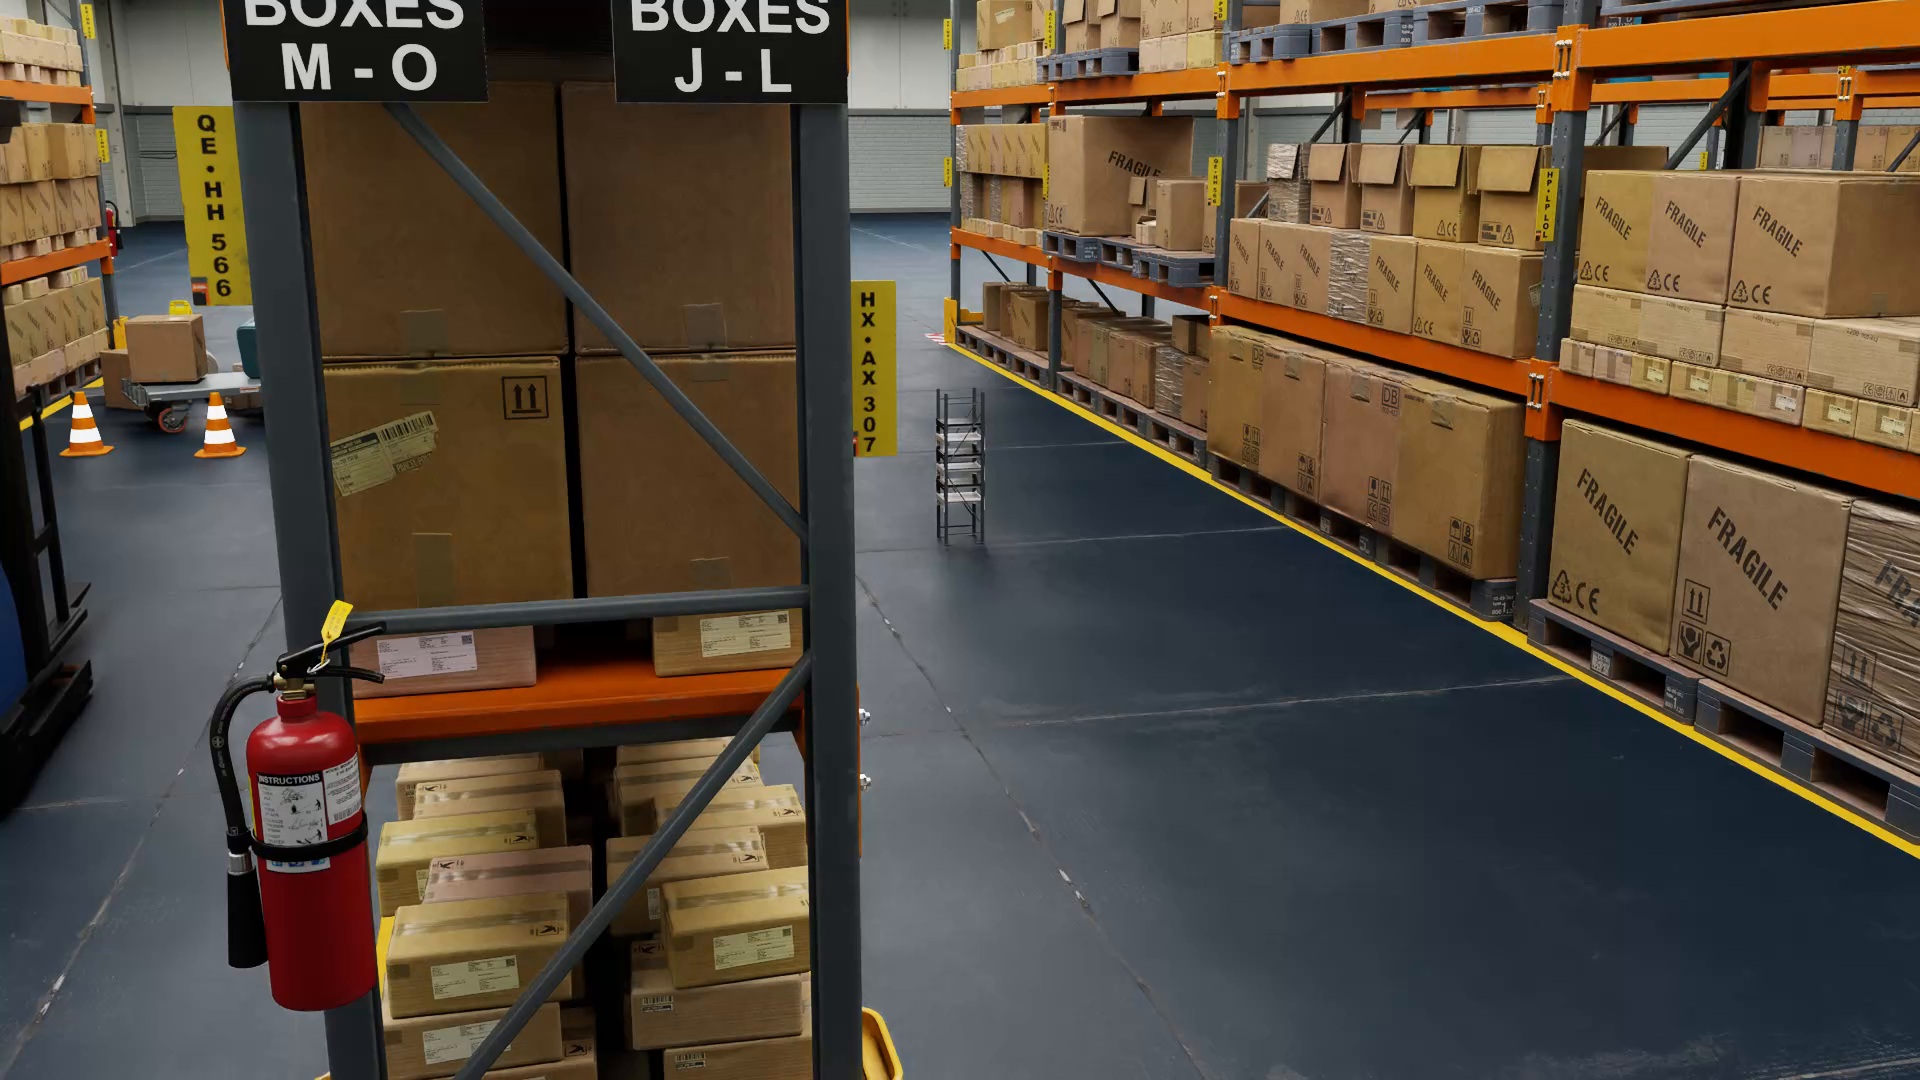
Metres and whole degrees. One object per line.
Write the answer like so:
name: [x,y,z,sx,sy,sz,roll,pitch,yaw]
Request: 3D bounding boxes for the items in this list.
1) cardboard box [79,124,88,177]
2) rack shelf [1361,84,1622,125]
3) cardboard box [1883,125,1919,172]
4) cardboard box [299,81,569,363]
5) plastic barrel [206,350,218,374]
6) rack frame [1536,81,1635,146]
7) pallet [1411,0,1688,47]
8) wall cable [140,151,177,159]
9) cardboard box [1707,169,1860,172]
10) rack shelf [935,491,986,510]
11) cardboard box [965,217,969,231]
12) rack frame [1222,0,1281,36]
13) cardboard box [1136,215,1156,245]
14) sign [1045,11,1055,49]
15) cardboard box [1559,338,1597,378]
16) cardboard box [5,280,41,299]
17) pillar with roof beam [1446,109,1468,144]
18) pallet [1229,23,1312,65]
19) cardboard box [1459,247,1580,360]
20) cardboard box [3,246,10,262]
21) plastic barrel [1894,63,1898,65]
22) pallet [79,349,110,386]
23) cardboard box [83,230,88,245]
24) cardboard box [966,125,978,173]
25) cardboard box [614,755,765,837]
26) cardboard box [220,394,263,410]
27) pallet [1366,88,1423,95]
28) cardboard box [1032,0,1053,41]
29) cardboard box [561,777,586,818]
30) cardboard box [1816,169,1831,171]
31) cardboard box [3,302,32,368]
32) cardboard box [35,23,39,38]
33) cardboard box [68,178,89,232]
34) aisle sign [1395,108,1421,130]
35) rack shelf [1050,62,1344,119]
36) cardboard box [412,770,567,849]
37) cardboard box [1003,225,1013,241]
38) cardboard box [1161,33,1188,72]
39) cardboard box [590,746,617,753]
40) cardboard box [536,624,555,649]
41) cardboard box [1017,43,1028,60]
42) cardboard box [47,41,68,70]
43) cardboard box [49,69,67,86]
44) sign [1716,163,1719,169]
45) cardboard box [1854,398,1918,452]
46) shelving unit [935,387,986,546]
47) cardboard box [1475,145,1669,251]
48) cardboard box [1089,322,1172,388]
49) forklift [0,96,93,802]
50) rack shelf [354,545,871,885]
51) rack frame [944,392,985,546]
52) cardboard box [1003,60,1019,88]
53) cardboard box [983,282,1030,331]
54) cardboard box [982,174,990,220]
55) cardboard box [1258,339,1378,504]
cardboard box: [-8.796,-3.712,15.855,0.700,0.500,0.500,-3,14,-13]
rack shelf: [5.677,-4.730,18.164,1.077,0.370,4.000,-3,14,-13]
cardboard box: [10.732,-4.334,18.402,0.700,0.500,0.500,-3,14,-13]
cardboard box: [-1.043,-0.634,3.259,0.500,0.500,0.500,-4,14,-14]
plastic barrel: [-7.283,-1.612,15.633,0.512,0.421,0.421,7,15,26]
rack frame: [6.147,-3.161,16.547,1.000,3.000,0.127,-3,14,-13]
pallet: [2.948,-2.613,8.384,0.805,0.209,1.217,-4,14,-15]
wall cable: [-21.228,-11.847,46.001,3.097,2.526,0.112,-3,14,-13]
cardboard box: [3.579,-1.384,7.383,0.500,0.500,0.500,-3,14,-12]
rack shelf: [0.002,-0.228,9.863,0.258,0.077,0.200,-3,14,-13]
cardboard box: [0.268,-3.548,18.659,0.380,0.149,0.250,-3,14,-13]
rack frame: [2.272,-4.877,10.927,1.000,3.000,0.127,-3,14,-13]
cardboard box: [1.618,-2.471,13.119,0.396,0.266,0.258,-4,14,-15]
sign: [0.807,-4.562,14.868,0.100,0.325,0.005,-3,14,-13]
cardboard box: [2.957,-0.831,7.537,0.380,0.149,0.250,-3,14,-13]
cardboard box: [-8.270,-2.182,14.501,0.380,0.149,0.250,-3,14,-11]
pillar with roof beam: [7.431,-11.350,37.423,9.100,9.000,0.400,-3,14,-13]
pallet: [2.475,-3.182,10.710,1.213,0.211,1.003,-3,14,-11]
cardboard box: [2.836,-1.181,8.230,0.500,0.500,0.500,-3,14,-13]
cardboard box: [-8.264,-2.416,14.027,0.380,0.149,0.250,-3,14,-13]
plastic barrel: [6.979,-3.674,12.653,0.294,0.245,0.294,0,14,0]
pallet: [-9.065,-1.694,16.417,1.003,0.211,1.213,-3,14,-13]
cardboard box: [-8.737,-2.947,16.197,0.380,0.149,0.250,-4,14,-14]
cardboard box: [0.368,-4.229,17.972,0.500,0.500,0.500,-3,14,-13]
cardboard box: [-0.742,0.714,4.555,0.380,0.149,0.250,-4,14,-16]
cardboard box: [-6.405,-1.312,14.739,0.396,0.266,0.258,10,17,35]
pallet: [5.307,-5.253,19.186,1.003,0.211,1.213,-3,14,-13]
cardboard box: [0.979,-4.868,15.321,0.500,0.500,0.500,-4,14,-15]
cardboard box: [-1.380,0.850,5.251,0.380,0.149,0.250,-3,14,-12]
cardboard box: [10.266,-4.266,19.490,0.380,0.149,0.250,-3,14,-13]
cardboard box: [-8.176,-1.717,13.962,0.500,0.500,0.500,-3,14,-11]
cardboard box: [-8.712,-4.679,15.287,0.380,0.149,0.250,-3,14,-13]
cardboard box: [-8.731,-3.223,15.962,0.500,0.500,0.500,-3,14,-13]
aisle sign: [5.479,-5.380,20.151,0.394,0.787,0.004,-3,14,-13]
rack shelf: [1.802,-3.532,13.257,1.077,0.370,4.000,-3,14,-13]
cardboard box: [-1.252,0.743,4.434,0.380,0.149,0.250,-4,14,-15]
cardboard box: [0.658,-3.143,17.002,0.380,0.149,0.250,-3,14,-13]
cardboard box: [1.792,-3.556,12.160,0.500,0.250,0.500,-3,14,-13]
cardboard box: [-0.988,0.675,5.338,0.380,0.149,0.250,-3,14,-11]
cardboard box: [-1.067,0.139,3.566,0.380,0.149,0.250,-3,14,-13]
cardboard box: [0.768,-4.704,16.017,0.380,0.149,0.250,-4,14,-15]
cardboard box: [-8.754,-4.565,15.659,0.500,0.250,0.500,-3,14,-14]
cardboard box: [-8.764,-4.405,15.847,0.380,0.149,0.250,-3,14,-11]
sign: [13.853,-6.886,30.600,0.001,0.109,0.331,-3,14,-13]
cardboard box: [3.388,-0.411,5.820,0.380,0.149,0.250,-3,14,-12]
shelving unit: [0.002,-0.435,9.813,0.258,0.900,0.210,-3,14,-13]
cardboard box: [3.053,-1.722,8.333,0.797,0.503,0.637,-4,14,-15]
cardboard box: [1.549,-1.631,14.622,0.700,0.500,0.500,-3,14,-14]
forklift: [-4.184,-0.642,6.377,1.130,2.935,3.031,-4,14,-16]
rack shelf: [-1.164,0.024,5.023,1.077,0.370,4.000,-3,14,-13]
rack frame: [0.026,-0.412,9.717,0.240,0.900,0.006,-3,14,-13]
cardboard box: [0.734,-4.598,16.425,0.500,0.250,0.500,-3,14,-14]
cardboard box: [0.523,-2.653,18.847,0.500,0.500,0.500,-1,14,-3]
cardboard box: [0.730,-3.764,18.176,0.875,0.500,0.500,-3,14,-13]
cardboard box: [2.616,-0.768,10.342,1.225,0.875,0.875,-3,14,-13]
